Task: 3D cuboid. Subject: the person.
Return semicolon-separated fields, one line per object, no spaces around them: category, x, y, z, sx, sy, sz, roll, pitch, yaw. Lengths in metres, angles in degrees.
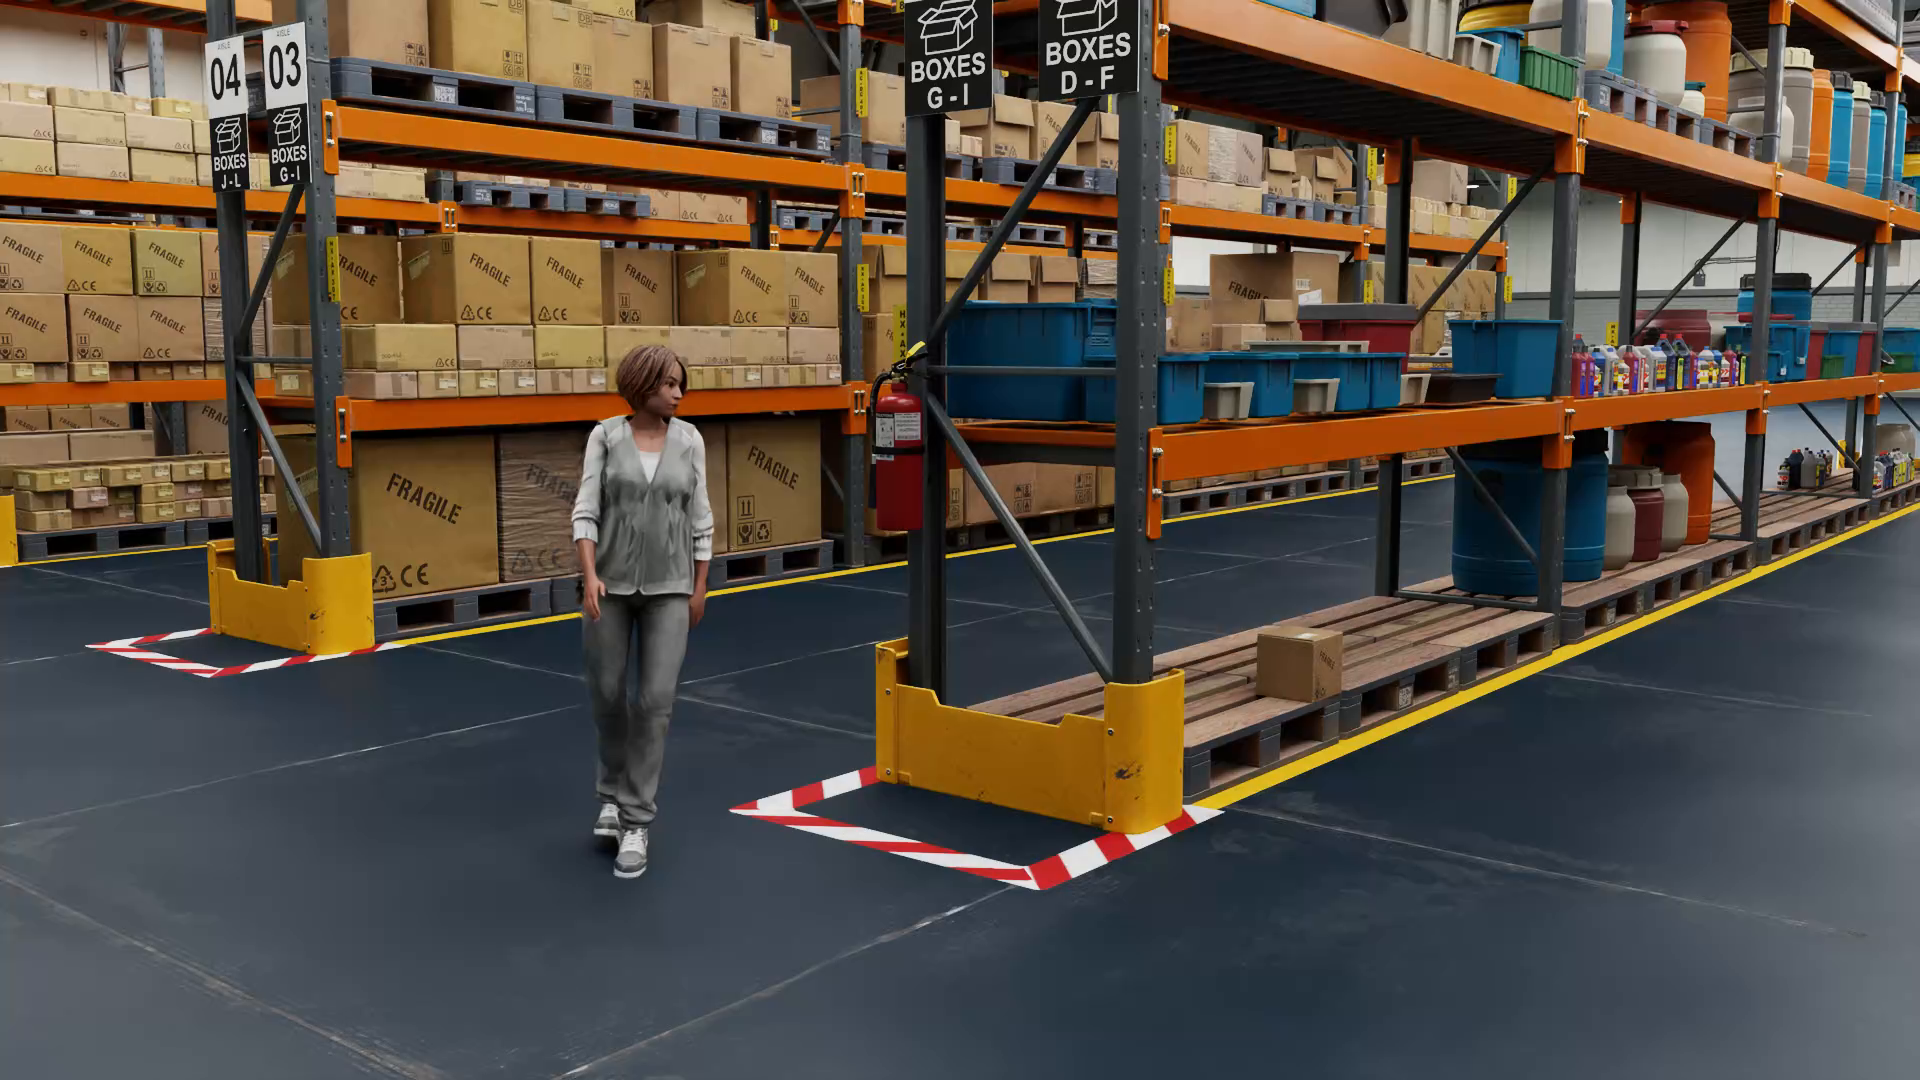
person;-0.982;0.198;5.204;0.443;1.609;0.540;-1;7;-11
